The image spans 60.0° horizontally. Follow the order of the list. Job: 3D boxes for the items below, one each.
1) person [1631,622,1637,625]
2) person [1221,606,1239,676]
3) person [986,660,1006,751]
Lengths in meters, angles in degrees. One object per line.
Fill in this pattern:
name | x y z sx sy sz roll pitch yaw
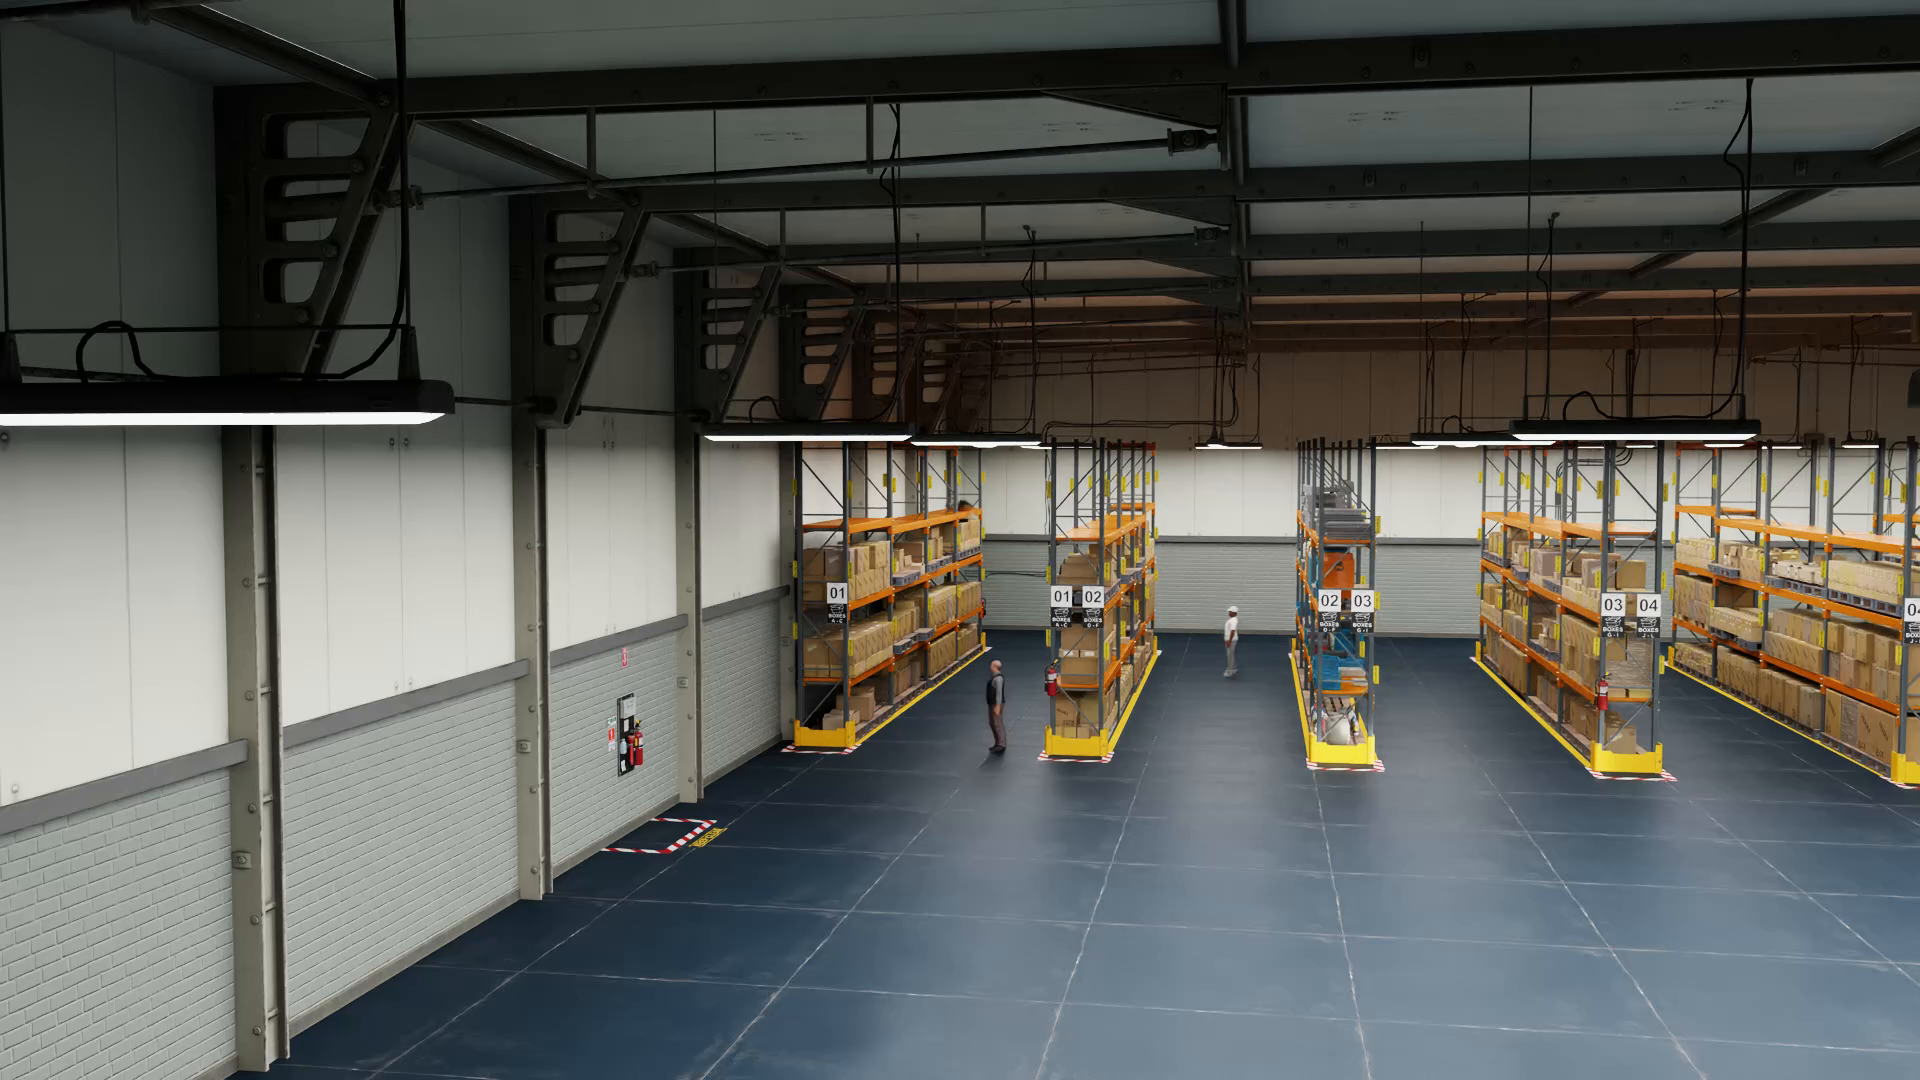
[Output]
person | 18.085 2.469 44.901 0.523 1.736 0.821 2 4 39
person | 6.914 2.589 42.663 0.552 1.788 0.595 -1 3 -11
person | 0.688 3.184 31.843 0.387 1.759 0.618 -1 3 -10
